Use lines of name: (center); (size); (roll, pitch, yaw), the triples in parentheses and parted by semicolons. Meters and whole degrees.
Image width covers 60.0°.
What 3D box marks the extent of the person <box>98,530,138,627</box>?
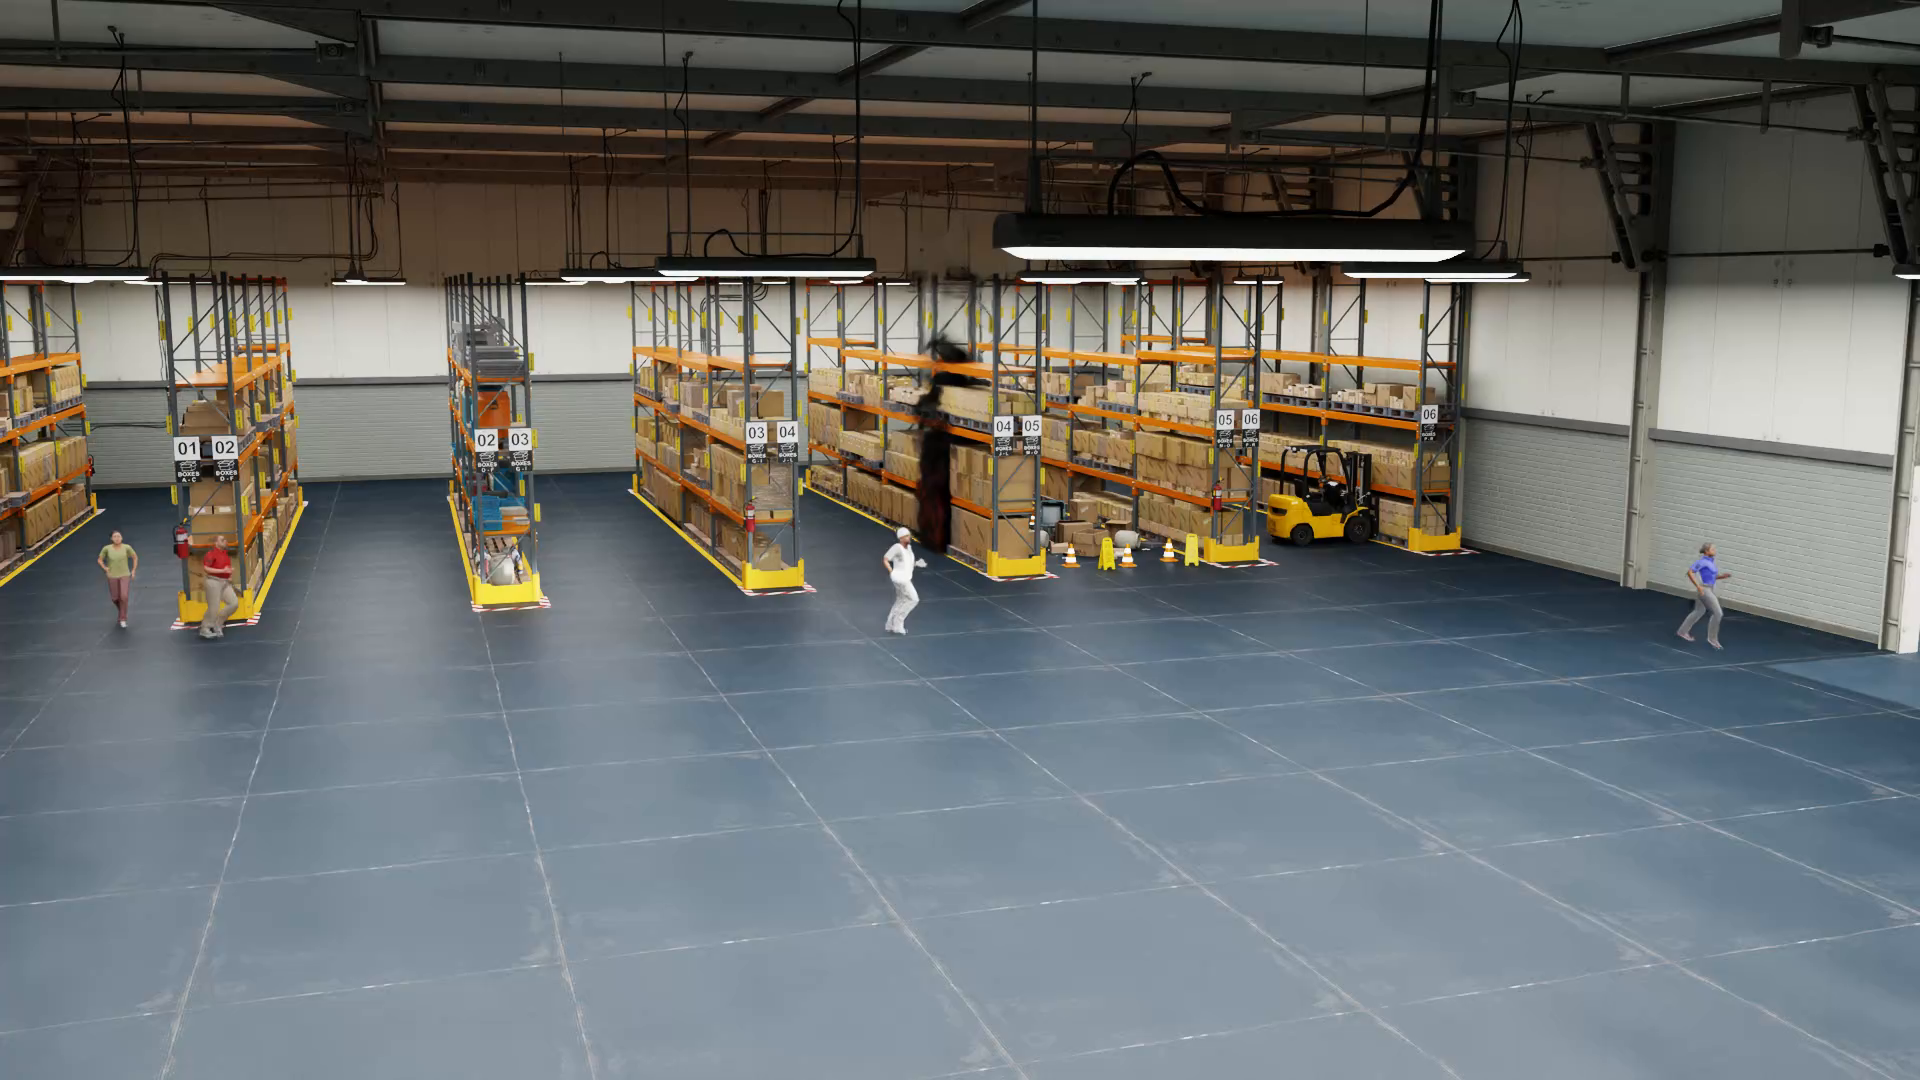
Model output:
person: (-14.432, 0.641, 28.520); (0.598, 1.651, 0.662); (-4, 9, -24)

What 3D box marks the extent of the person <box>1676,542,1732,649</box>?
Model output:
person: (11.969, 0.896, 26.743); (0.770, 1.706, 0.546); (5, 10, 28)

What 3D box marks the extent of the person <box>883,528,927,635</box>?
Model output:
person: (-0.913, 0.681, 27.772); (0.683, 1.784, 0.651); (2, 9, 12)

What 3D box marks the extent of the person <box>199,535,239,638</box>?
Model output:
person: (-12.193, 0.771, 27.474); (0.681, 1.728, 0.649); (2, 9, 13)

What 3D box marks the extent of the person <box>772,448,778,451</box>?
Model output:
person: (-5.395, -2.283, 47.335); (0.696, 1.791, 0.755); (-2, 9, -10)
